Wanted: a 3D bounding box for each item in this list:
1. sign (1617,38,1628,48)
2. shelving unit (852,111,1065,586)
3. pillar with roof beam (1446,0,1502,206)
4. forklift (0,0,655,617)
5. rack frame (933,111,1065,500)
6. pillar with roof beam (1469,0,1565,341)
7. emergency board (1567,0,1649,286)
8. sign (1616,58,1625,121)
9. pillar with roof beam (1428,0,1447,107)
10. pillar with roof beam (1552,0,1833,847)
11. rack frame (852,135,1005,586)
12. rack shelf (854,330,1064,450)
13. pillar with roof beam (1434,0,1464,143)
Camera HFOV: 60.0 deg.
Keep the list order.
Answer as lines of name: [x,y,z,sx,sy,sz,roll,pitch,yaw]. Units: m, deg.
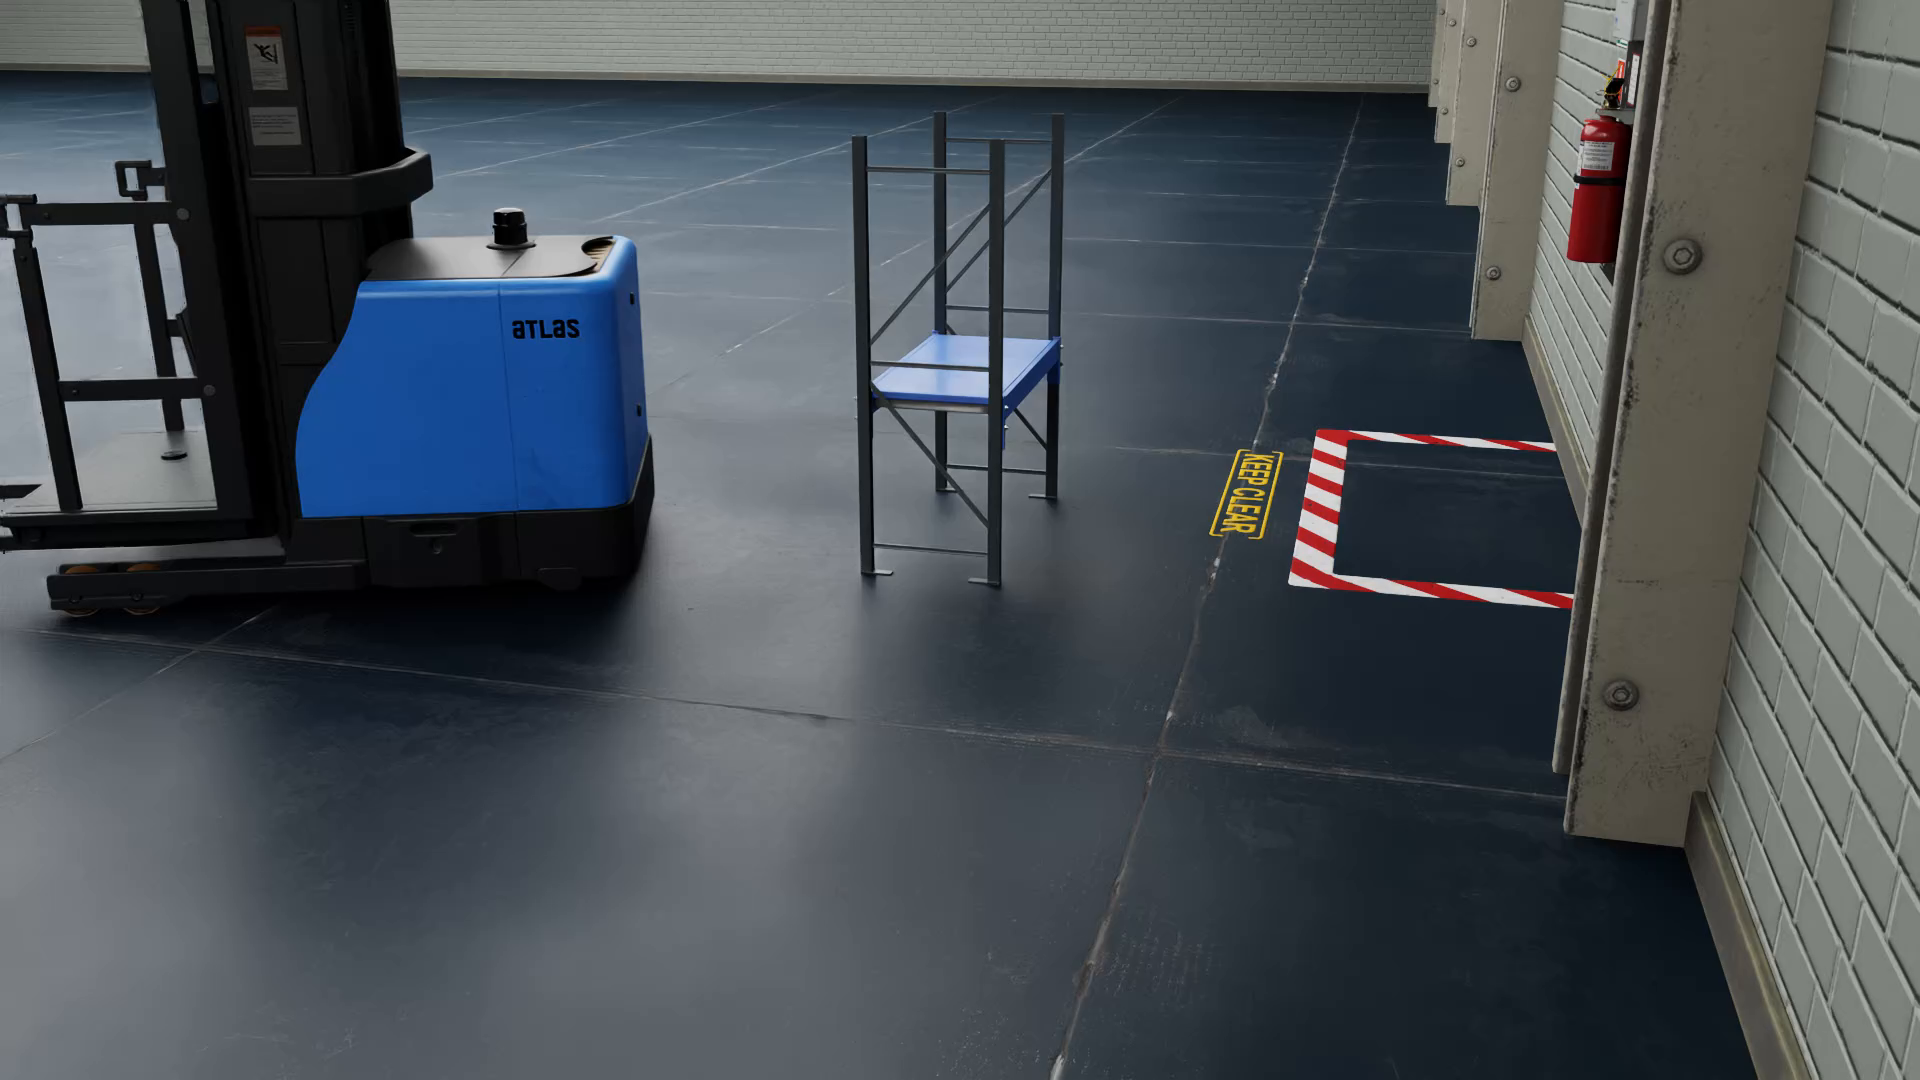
sign: [2.549,-1.953,6.388,0.001,0.109,0.331,5,19,13]
shelving unit: [0.021,-0.736,6.023,0.538,1.500,1.048,5,19,13]
pillar with roof beam: [0.440,-7.689,14.777,9.100,9.000,0.400,5,19,13]
forklift: [-2.654,-1.314,5.499,3.031,2.935,1.130,-2,19,-6]
rack frame: [0.145,-0.896,6.490,0.500,1.500,0.032,5,19,13]
pillar with roof beam: [-1.026,-5.808,9.271,9.100,9.000,0.400,5,19,13]
emergency board: [2.324,-1.520,5.998,0.194,1.169,0.643,5,19,13]
sign: [2.559,-1.703,6.476,0.001,0.329,0.234,5,19,13]
pillar with roof beam: [3.372,-11.450,25.789,9.100,9.000,0.400,5,19,13]
pillar with roof beam: [-2.492,-3.928,3.765,9.100,9.000,0.400,5,19,13]
rack frame: [-0.103,-0.577,5.557,0.500,1.500,0.032,5,19,13]
rack shelf: [0.021,-0.566,6.082,0.538,0.185,1.000,5,19,13]
pillar with roof beam: [1.906,-9.570,20.283,9.100,9.000,0.400,5,19,13]
